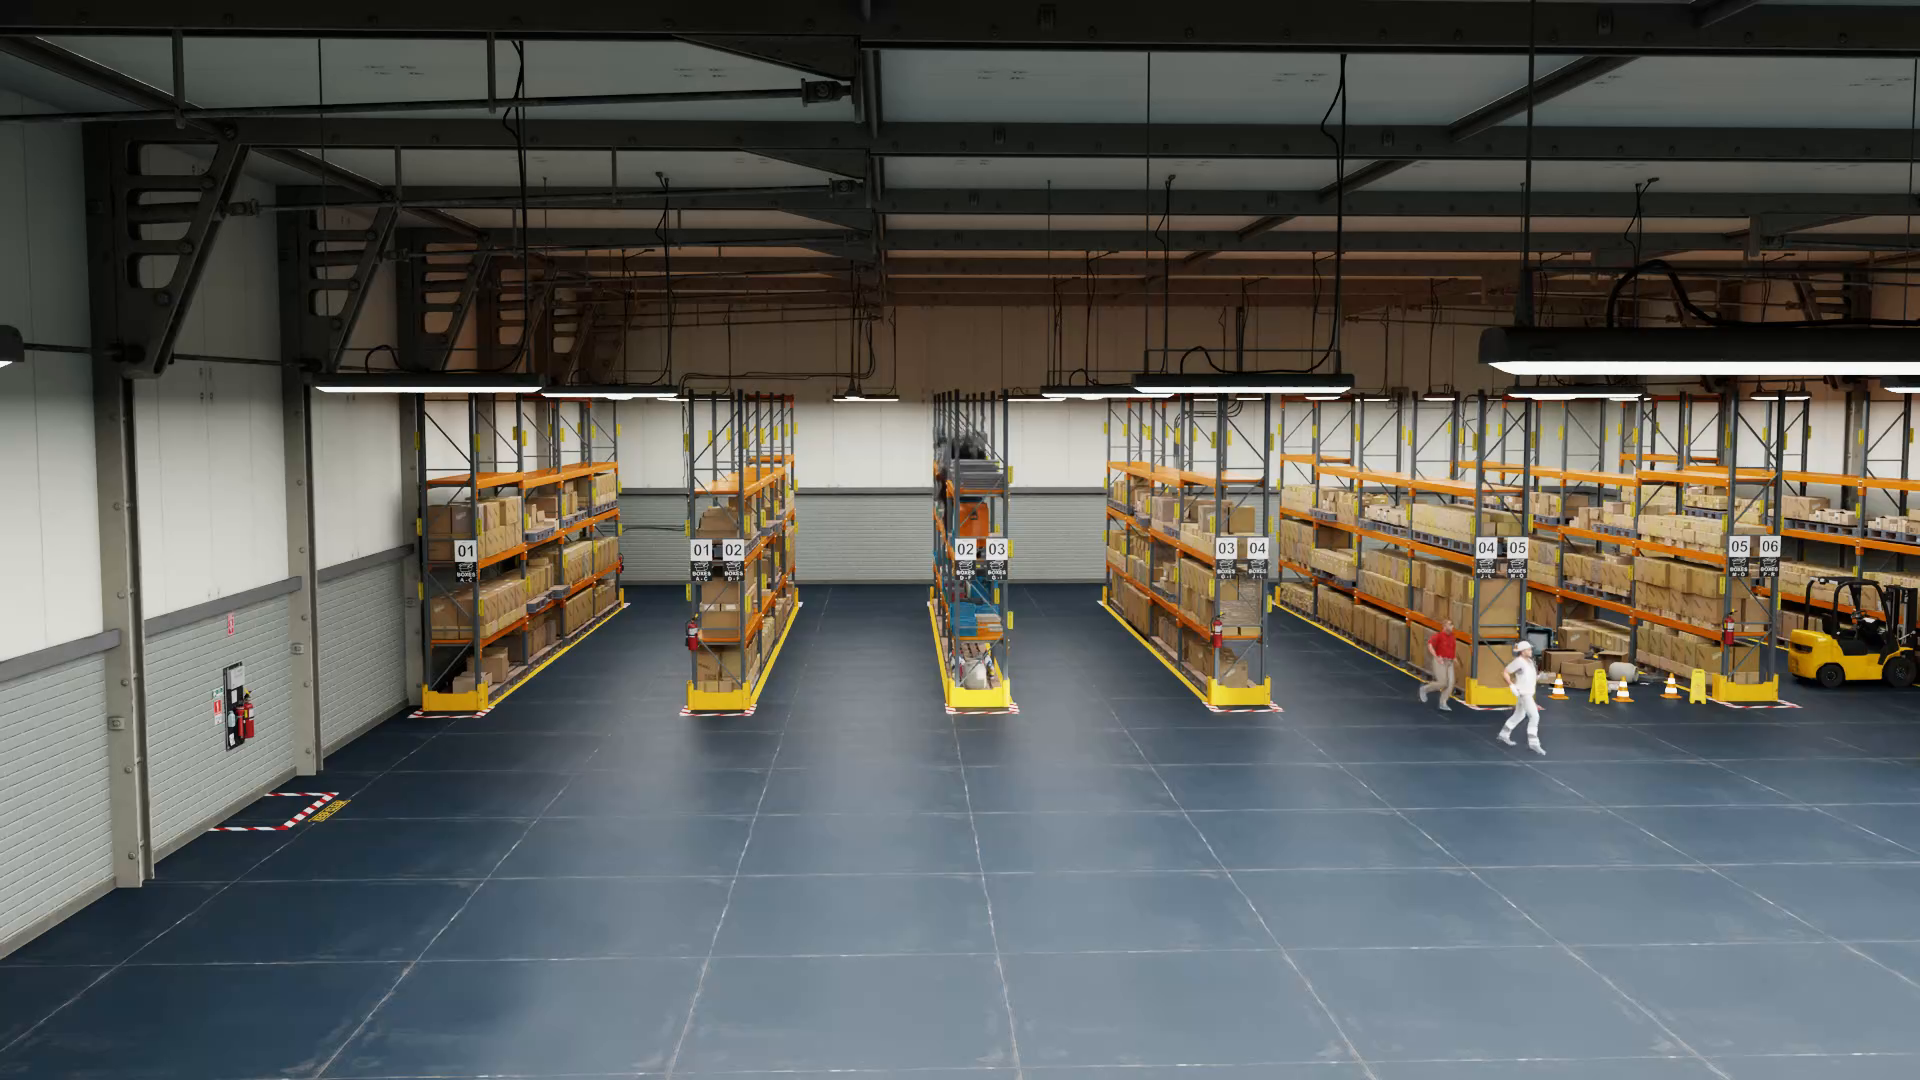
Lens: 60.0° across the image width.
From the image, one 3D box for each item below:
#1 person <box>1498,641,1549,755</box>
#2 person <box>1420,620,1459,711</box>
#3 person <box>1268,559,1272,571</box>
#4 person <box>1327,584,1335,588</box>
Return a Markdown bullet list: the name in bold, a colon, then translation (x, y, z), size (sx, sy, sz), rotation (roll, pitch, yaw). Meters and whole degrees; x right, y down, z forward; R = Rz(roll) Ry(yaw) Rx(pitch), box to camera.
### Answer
- **person**: translation (9.290, 2.579, 27.428), size (0.835, 1.834, 0.654), rotation (3, 6, 33)
- **person**: translation (9.129, 2.338, 31.363), size (0.690, 1.660, 0.725), rotation (-3, 6, -33)
- **person**: translation (8.811, 0.982, 48.985), size (0.637, 1.543, 0.674), rotation (0, 5, -5)
- **person**: translation (10.849, 0.975, 48.313), size (0.616, 1.610, 0.772), rotation (-3, 5, -31)
